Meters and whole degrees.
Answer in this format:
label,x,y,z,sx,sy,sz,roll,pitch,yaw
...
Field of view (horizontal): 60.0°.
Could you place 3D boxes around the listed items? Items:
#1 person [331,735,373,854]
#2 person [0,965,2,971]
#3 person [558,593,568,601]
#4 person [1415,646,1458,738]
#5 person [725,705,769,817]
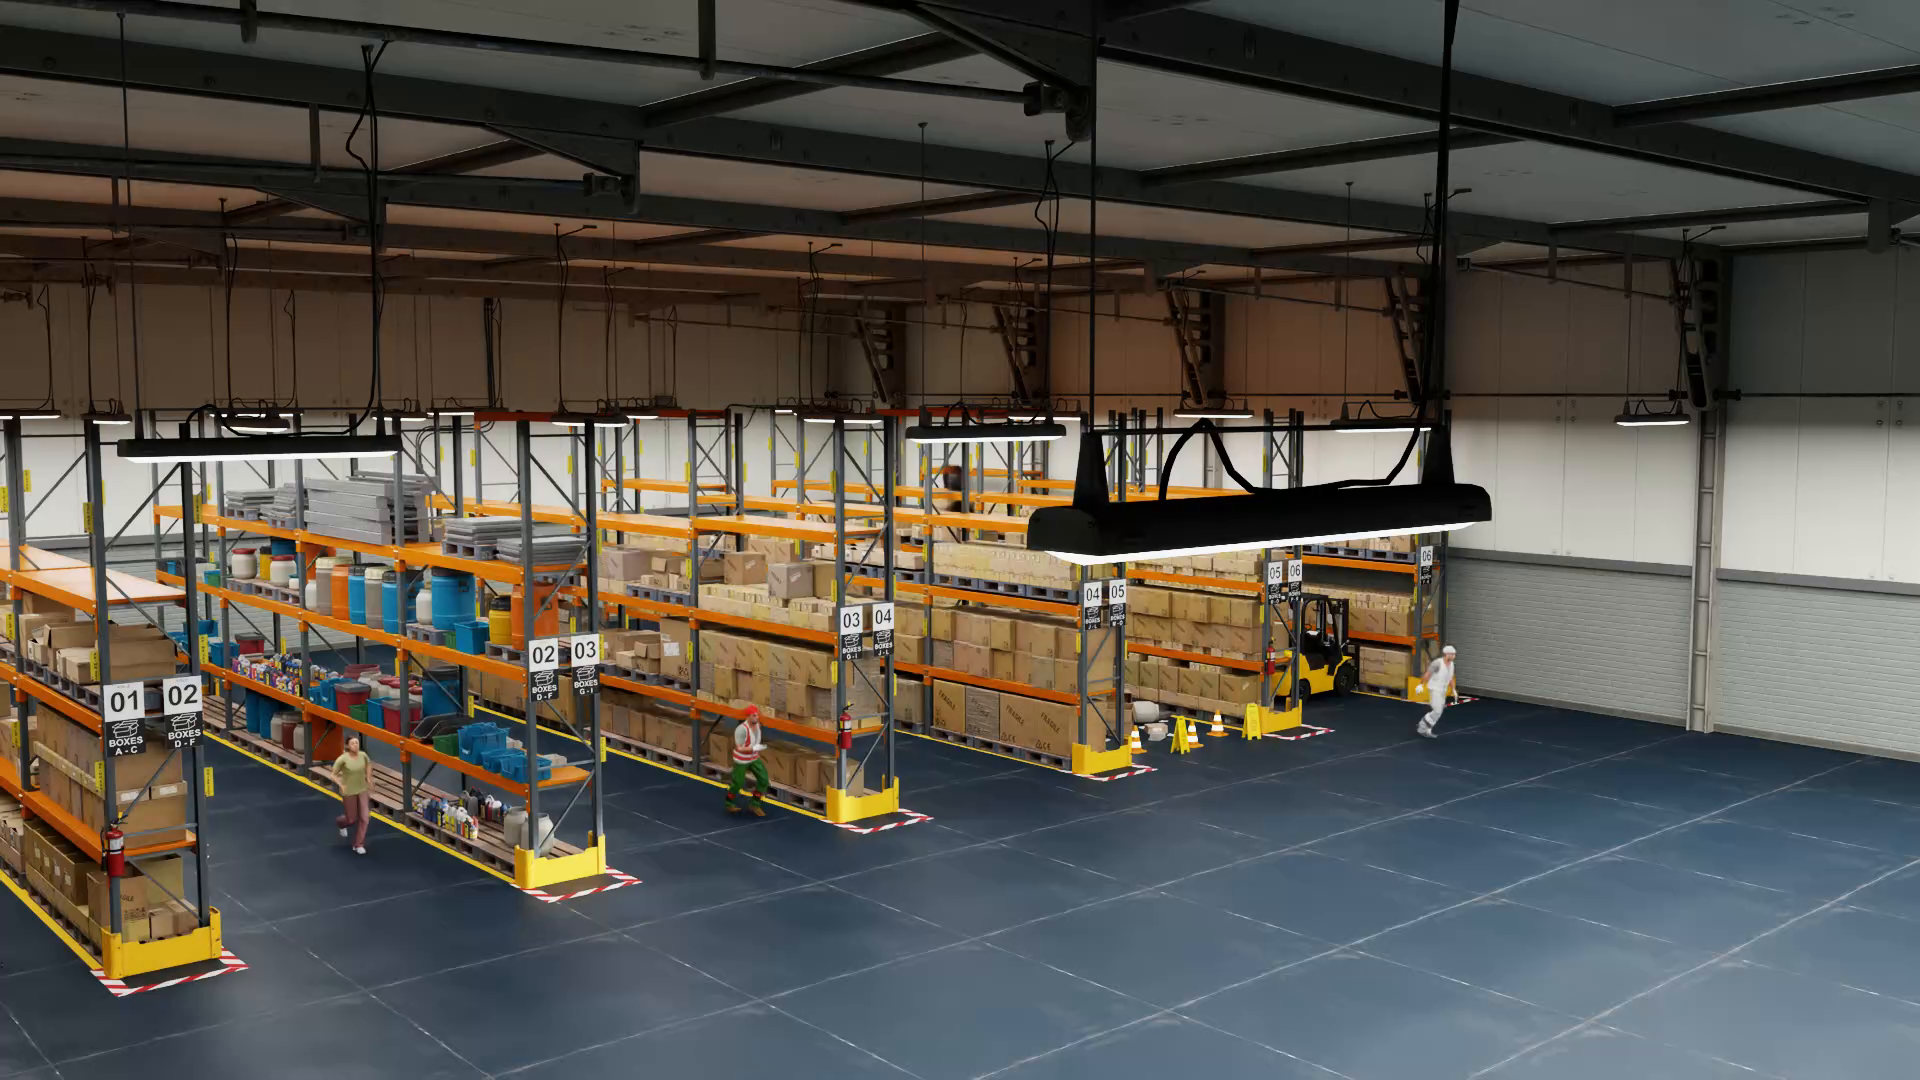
label,x,y,z,sx,sy,sz,roll,pitch,yaw
person,-8.437,3.503,23.101,0.592,1.626,0.764,-4,7,-41
person,-10.924,3.886,18.286,0.940,1.709,0.646,4,7,40
person,-9.476,2.032,39.233,0.705,1.746,0.747,-1,5,-11
person,8.781,2.784,30.521,0.662,1.728,0.618,-4,6,-37
person,-3.168,3.288,24.779,0.947,1.724,0.622,5,7,43
